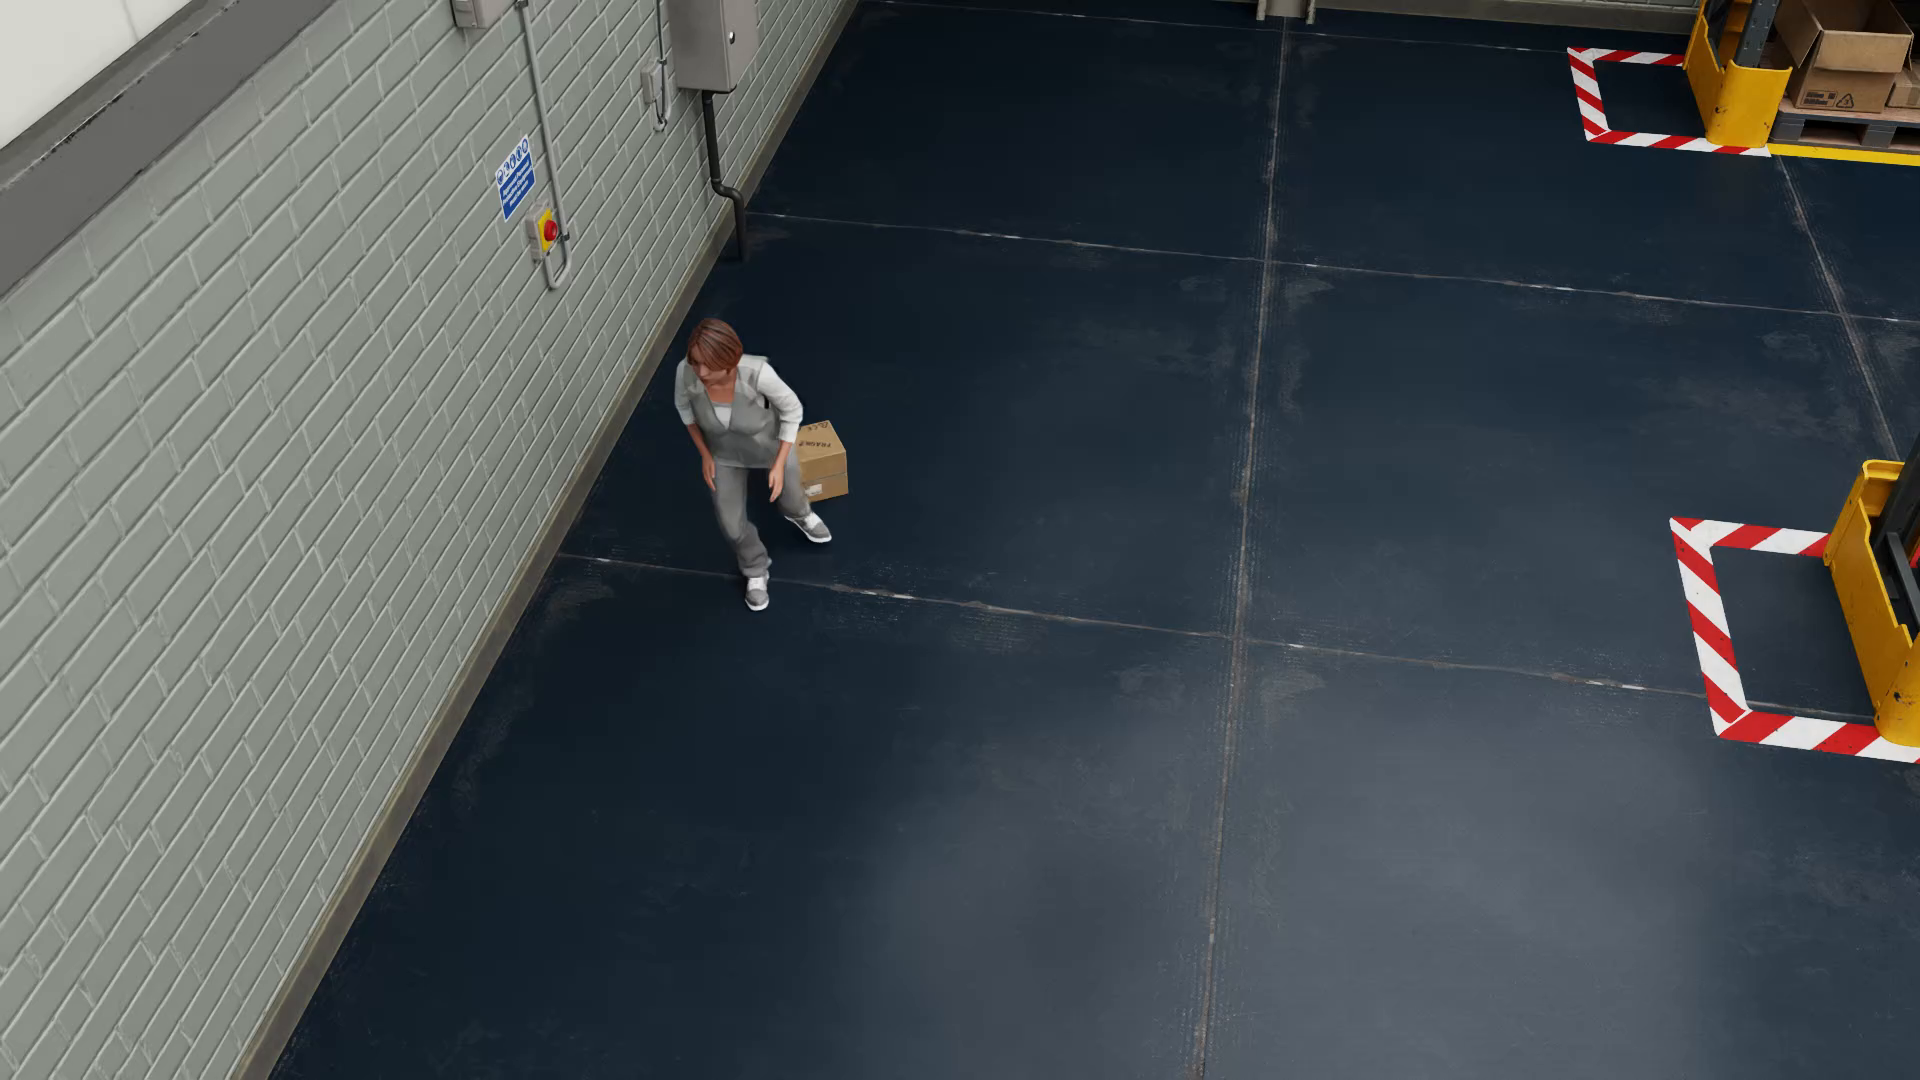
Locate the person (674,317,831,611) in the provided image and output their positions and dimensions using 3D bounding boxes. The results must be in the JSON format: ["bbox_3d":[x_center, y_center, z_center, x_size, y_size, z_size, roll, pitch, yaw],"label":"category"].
[{"bbox_3d":[-0.838,-0.388,6.672,0.544,1.511,0.761,0,41,0],"label":"person"}]
